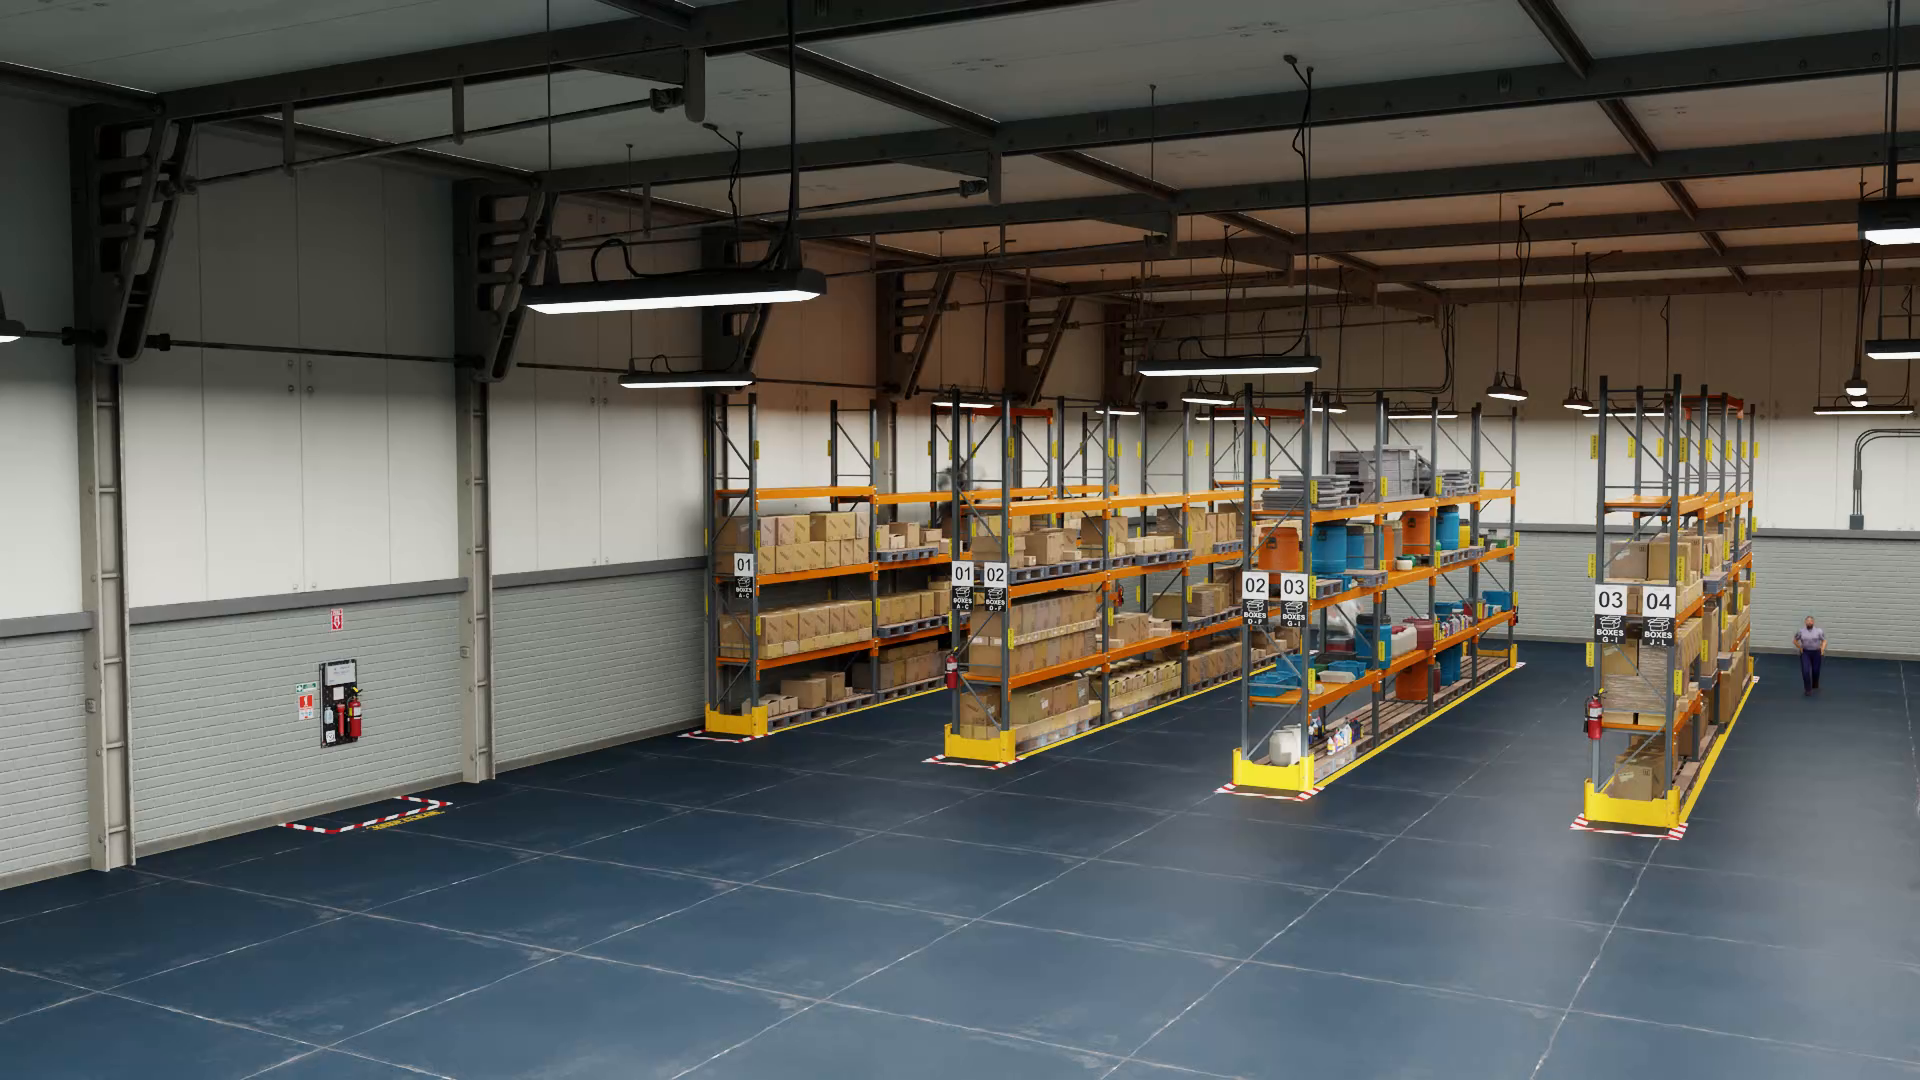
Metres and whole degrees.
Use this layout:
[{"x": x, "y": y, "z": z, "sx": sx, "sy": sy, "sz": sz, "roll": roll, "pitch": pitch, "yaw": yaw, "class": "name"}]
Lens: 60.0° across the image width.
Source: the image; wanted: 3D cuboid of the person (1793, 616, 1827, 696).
[{"x": 17.406, "y": 2.360, "z": 34.076, "sx": 0.626, "sy": 1.612, "sz": 0.650, "roll": 2, "pitch": 3, "yaw": 28, "class": "person"}]

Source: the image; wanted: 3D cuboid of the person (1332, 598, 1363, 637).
[{"x": 9.436, "y": 1.974, "z": 40.191, "sx": 0.733, "sy": 1.712, "sz": 0.785, "roll": -1, "pitch": 3, "yaw": -10, "class": "person"}]
